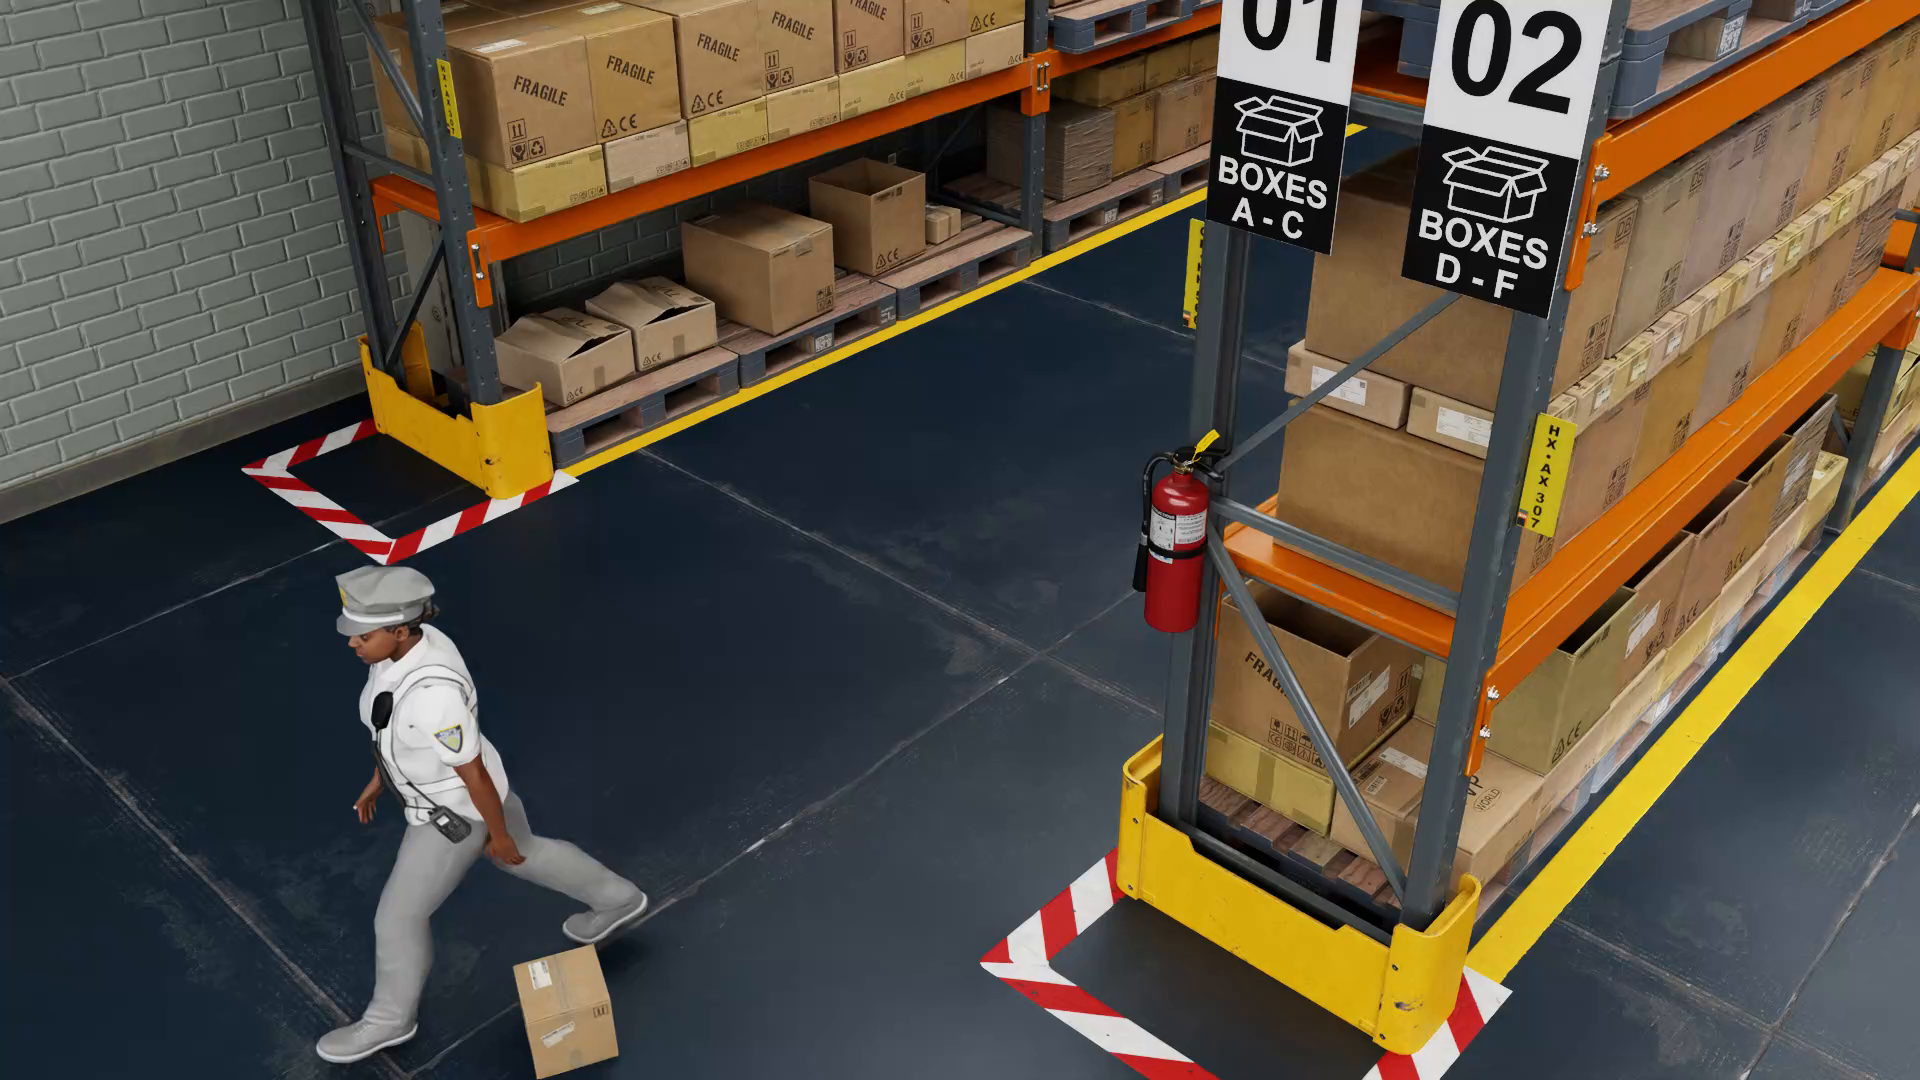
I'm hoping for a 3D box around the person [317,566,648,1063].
[{"bbox_3d":[-1.493,0.751,4.896,1.068,1.609,0.454,-12,33,-18],"label":"person"}]
